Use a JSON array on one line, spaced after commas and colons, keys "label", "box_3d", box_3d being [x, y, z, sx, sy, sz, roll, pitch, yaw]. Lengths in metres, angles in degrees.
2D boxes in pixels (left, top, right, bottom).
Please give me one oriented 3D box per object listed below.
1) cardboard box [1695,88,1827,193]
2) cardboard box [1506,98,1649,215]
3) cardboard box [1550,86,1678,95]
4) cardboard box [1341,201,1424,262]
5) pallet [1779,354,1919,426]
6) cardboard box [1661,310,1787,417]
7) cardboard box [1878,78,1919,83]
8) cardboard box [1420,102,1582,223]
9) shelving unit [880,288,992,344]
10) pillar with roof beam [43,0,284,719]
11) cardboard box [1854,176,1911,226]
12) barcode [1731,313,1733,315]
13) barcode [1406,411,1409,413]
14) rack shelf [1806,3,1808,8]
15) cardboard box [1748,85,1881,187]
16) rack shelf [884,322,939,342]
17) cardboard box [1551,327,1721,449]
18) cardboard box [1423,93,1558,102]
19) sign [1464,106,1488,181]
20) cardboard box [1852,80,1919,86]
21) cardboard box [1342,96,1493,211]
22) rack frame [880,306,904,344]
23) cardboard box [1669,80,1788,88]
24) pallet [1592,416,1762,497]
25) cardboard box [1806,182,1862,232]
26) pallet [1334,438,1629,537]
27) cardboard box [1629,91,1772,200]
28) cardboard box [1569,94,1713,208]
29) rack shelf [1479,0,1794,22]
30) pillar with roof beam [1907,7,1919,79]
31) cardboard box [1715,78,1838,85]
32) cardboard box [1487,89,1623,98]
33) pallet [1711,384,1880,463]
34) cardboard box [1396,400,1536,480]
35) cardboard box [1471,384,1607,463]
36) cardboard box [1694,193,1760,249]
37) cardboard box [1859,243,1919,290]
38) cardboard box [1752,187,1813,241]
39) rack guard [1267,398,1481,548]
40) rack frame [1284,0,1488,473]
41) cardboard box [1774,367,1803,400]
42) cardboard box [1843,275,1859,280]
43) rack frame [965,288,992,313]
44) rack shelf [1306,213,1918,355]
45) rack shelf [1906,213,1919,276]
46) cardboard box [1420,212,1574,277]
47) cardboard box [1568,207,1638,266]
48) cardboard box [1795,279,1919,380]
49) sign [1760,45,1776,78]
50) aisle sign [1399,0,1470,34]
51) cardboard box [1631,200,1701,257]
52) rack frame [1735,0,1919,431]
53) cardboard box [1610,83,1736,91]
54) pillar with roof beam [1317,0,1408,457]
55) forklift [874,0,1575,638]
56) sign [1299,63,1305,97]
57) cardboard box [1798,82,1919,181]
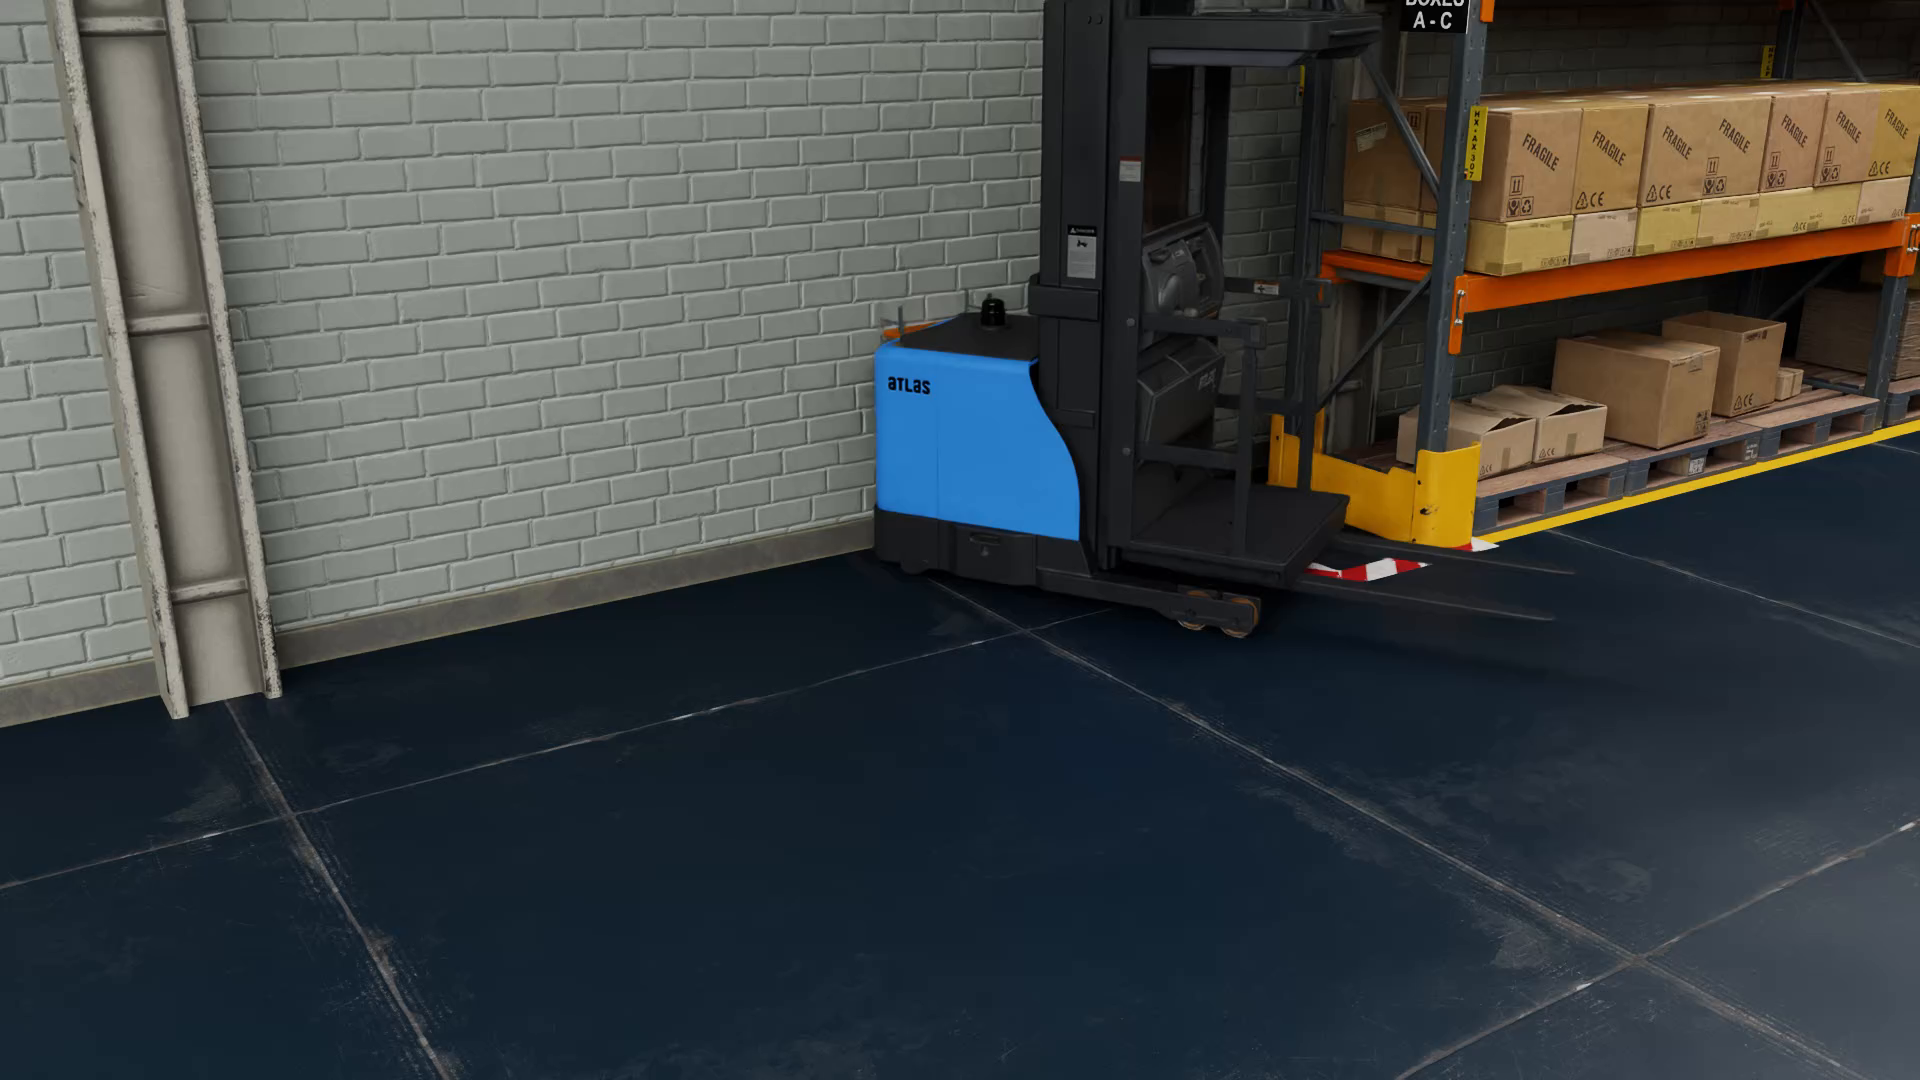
[{"label": "cardboard box", "box_3d": [4.302, -2.182, 9.046, 0.500, 0.500, 0.500, -13, 22, -33]}, {"label": "cardboard box", "box_3d": [3.008, -1.906, 8.232, 0.500, 0.500, 0.500, -12, 22, -31]}, {"label": "cardboard box", "box_3d": [3.578, -2.225, 9.175, 0.500, 0.500, 0.500, -12, 22, -31]}, {"label": "cardboard box", "box_3d": [2.310, -1.597, 8.489, 0.500, 0.250, 0.500, -12, 22, -31]}, {"label": "pallet", "box_3d": [6.016, -1.046, 11.008, 1.213, 0.211, 1.003, -12, 22, -31]}, {"label": "cardboard box", "box_3d": [4.522, -1.060, 9.912, 0.500, 0.500, 0.500, -14, 23, -35]}, {"label": "cardboard box", "box_3d": [6.281, -2.662, 10.592, 0.500, 0.500, 0.700, -9, 21, -26]}, {"label": "cardboard box", "box_3d": [2.590, -1.822, 7.983, 0.500, 0.500, 0.500, -12, 22, -31]}, {"label": "shelving unit", "box_3d": [-0.092, -0.576, 8.037, 0.503, 1.200, 0.258, -13, 20, -29]}, {"label": "pillar with roof beam", "box_3d": [-0.509, -2.513, 1.627, 0.400, 9.000, 9.100, -12, 22, -31]}, {"label": "cardboard box", "box_3d": [5.138, -2.003, 9.689, 0.500, 0.250, 0.500, -12, 22, -31]}, {"label": "barcode", "box_3d": [4.784, -1.374, 10.342, 0.075, 0.075, 0.001, -12, 22, -31]}, {"label": "barcode", "box_3d": [2.448, -0.672, 9.045, 0.075, 0.075, 0.001, -12, 22, -31]}, {"label": "rack shelf", "box_3d": [7.037, -3.662, 10.832, 4.000, 0.370, 1.077, -12, 22, -31]}, {"label": "cardboard box", "box_3d": [4.728, -2.267, 9.300, 0.500, 0.500, 0.500, -12, 22, -32]}, {"label": "rack shelf", "box_3d": [-0.113, -0.951, 7.920, 0.480, 0.148, 0.258, -13, 20, -29]}, {"label": "cardboard box", "box_3d": [3.770, -0.863, 9.330, 0.500, 0.500, 0.700, -14, 23, -35]}, {"label": "cardboard box", "box_3d": [2.728, -2.044, 8.640, 0.500, 0.500, 0.500, -12, 22, -31]}, {"label": "sign", "box_3d": [2.324, -1.790, 7.503, 0.005, 0.325, 0.100, -12, 22, -31]}, {"label": "cardboard box", "box_3d": [5.810, -2.565, 10.307, 0.500, 0.500, 0.700, -12, 22, -31]}, {"label": "cardboard box", "box_3d": [2.303, -1.958, 8.385, 0.500, 0.500, 0.500, -12, 22, -32]}, {"label": "rack frame", "box_3d": [-0.300, -0.528, 7.919, 0.015, 1.200, 0.240, -13, 20, -29]}, {"label": "cardboard box", "box_3d": [4.425, -2.406, 9.709, 0.500, 0.500, 0.500, -12, 22, -32]}, {"label": "pallet", "box_3d": [3.805, -0.564, 9.584, 1.213, 0.211, 1.003, -12, 22, -31]}, {"label": "cardboard box", "box_3d": [4.717, -1.918, 9.436, 0.500, 0.250, 0.500, -12, 22, -31]}, {"label": "pallet", "box_3d": [2.787, -0.351, 8.952, 1.213, 0.211, 1.003, -12, 22, -31]}, {"label": "cardboard box", "box_3d": [3.868, -2.090, 8.775, 0.500, 0.500, 0.500, -11, 22, -30]}, {"label": "cardboard box", "box_3d": [3.443, -1.996, 8.496, 0.500, 0.500, 0.500, -13, 22, -33]}, {"label": "rack shelf", "box_3d": [3.696, -2.957, 8.748, 4.000, 0.370, 1.077, -12, 22, -31]}, {"label": "pillar with roof beam", "box_3d": [9.513, -4.627, 7.879, 0.400, 9.000, 9.100, -12, 22, -31]}, {"label": "cardboard box", "box_3d": [4.859, -2.496, 9.976, 0.500, 0.500, 0.500, -13, 22, -33]}, {"label": "cardboard box", "box_3d": [3.158, -2.136, 8.913, 0.500, 0.500, 0.500, -13, 22, -33]}, {"label": "pallet", "box_3d": [4.825, -0.780, 10.224, 1.213, 0.211, 1.003, -12, 22, -31]}, {"label": "cardboard box", "box_3d": [2.653, -0.557, 8.720, 0.500, 0.311, 0.500, -15, 24, -37]}, {"label": "cardboard box", "box_3d": [3.129, -0.657, 9.017, 0.500, 0.311, 0.500, -10, 21, -27]}, {"label": "cardboard box", "box_3d": [3.886, -1.736, 8.899, 0.500, 0.250, 0.500, -12, 22, -31]}, {"label": "cardboard box", "box_3d": [6.338, -1.821, 10.994, 0.500, 0.250, 0.500, -12, 22, -33]}, {"label": "cardboard box", "box_3d": [4.305, -1.825, 9.162, 0.500, 0.250, 0.500, -12, 22, -32]}, {"label": "rack guard", "box_3d": [2.089, -0.354, 8.511, 0.348, 0.500, 1.175, -12, 22, -31]}, {"label": "rack frame", "box_3d": [2.026, -1.525, 8.071, 0.127, 3.000, 1.000, -12, 22, -31]}, {"label": "cardboard box", "box_3d": [4.936, -0.993, 10.236, 0.250, 0.166, 0.380, -16, 24, -38]}, {"label": "cardboard box", "box_3d": [6.376, -1.492, 11.190, 0.500, 0.500, 0.700, -12, 22, -32]}, {"label": "rack frame", "box_3d": [0.116, -0.625, 8.156, 0.015, 1.200, 0.240, -13, 20, -29]}, {"label": "rack shelf", "box_3d": [3.696, -1.536, 9.228, 4.000, 0.370, 1.077, -12, 22, -31]}, {"label": "rack shelf", "box_3d": [7.037, -2.241, 11.312, 4.000, 0.370, 1.077, -12, 22, -31]}, {"label": "cardboard box", "box_3d": [2.608, -1.464, 8.095, 0.500, 0.250, 0.500, -13, 22, -33]}, {"label": "cardboard box", "box_3d": [3.034, -1.559, 8.377, 0.500, 0.250, 0.500, -13, 22, -33]}, {"label": "cardboard box", "box_3d": [5.972, -1.388, 10.881, 0.500, 0.500, 0.700, -11, 22, -30]}, {"label": "sign", "box_3d": [5.058, -2.925, 10.407, 0.005, 0.325, 0.100, -12, 22, -31]}, {"label": "aisle sign", "box_3d": [2.131, -2.663, 7.380, 0.004, 0.787, 0.394, -12, 22, -31]}, {"label": "cardboard box", "box_3d": [3.463, -1.647, 8.637, 0.500, 0.250, 0.500, -12, 22, -32]}, {"label": "rack frame", "box_3d": [5.367, -2.229, 10.155, 0.127, 3.000, 1.000, -12, 22, -31]}, {"label": "cardboard box", "box_3d": [4.006, -2.319, 9.454, 0.500, 0.500, 0.500, -11, 22, -30]}, {"label": "pillar with roof beam", "box_3d": [4.502, -3.570, 4.753, 0.400, 9.000, 9.100, -12, 22, -31]}, {"label": "forklift", "box_3d": [1.151, -1.170, 7.130, 3.031, 2.935, 1.130, 9, 21, 25]}, {"label": "sign", "box_3d": [1.737, -2.375, 8.284, 0.005, 0.325, 0.100, -12, 22, -31]}, {"label": "cardboard box", "box_3d": [5.142, -2.357, 9.565, 0.500, 0.500, 0.500, -12, 22, -32]}]
